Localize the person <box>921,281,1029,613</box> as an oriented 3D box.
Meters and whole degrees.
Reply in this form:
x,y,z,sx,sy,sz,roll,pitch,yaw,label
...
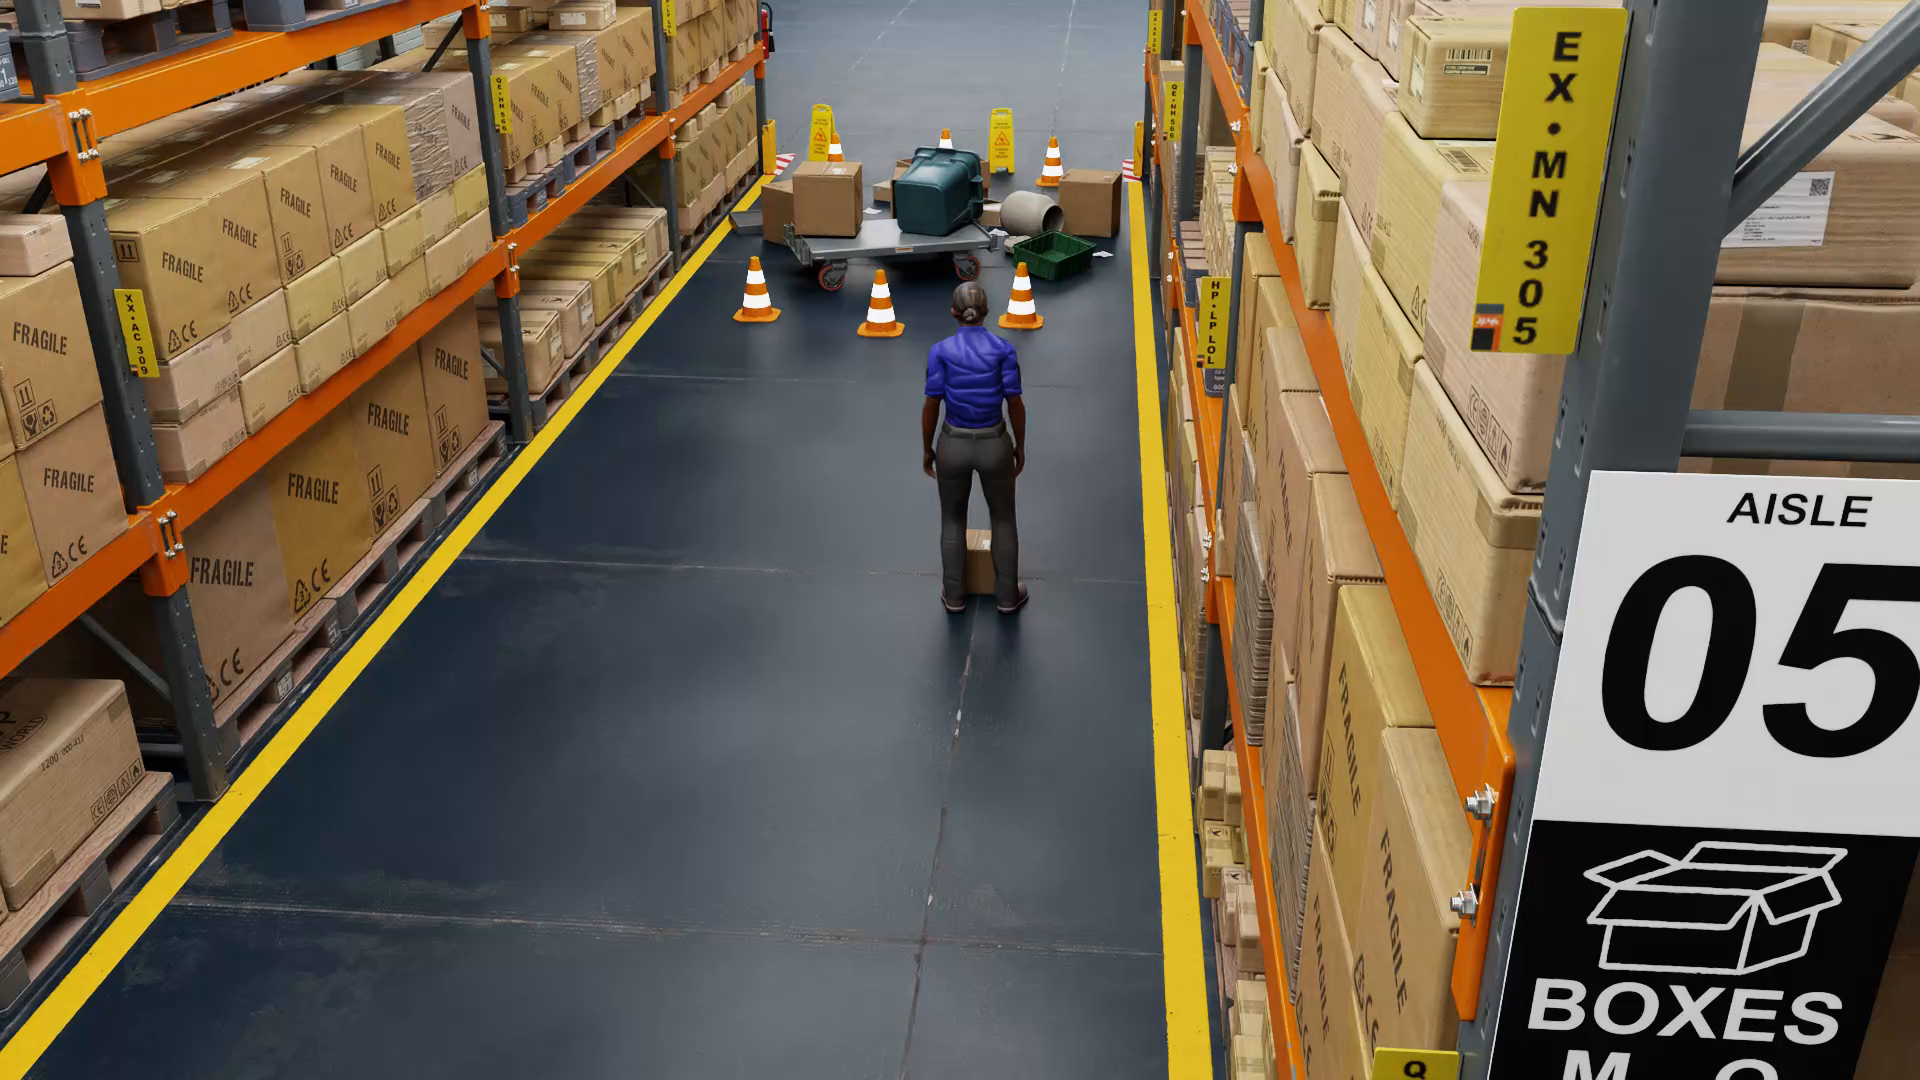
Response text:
x,y,z,sx,sy,sz,roll,pitch,yaw,label
0.082,-0.429,8.046,0.531,1.654,0.351,0,25,1,person
